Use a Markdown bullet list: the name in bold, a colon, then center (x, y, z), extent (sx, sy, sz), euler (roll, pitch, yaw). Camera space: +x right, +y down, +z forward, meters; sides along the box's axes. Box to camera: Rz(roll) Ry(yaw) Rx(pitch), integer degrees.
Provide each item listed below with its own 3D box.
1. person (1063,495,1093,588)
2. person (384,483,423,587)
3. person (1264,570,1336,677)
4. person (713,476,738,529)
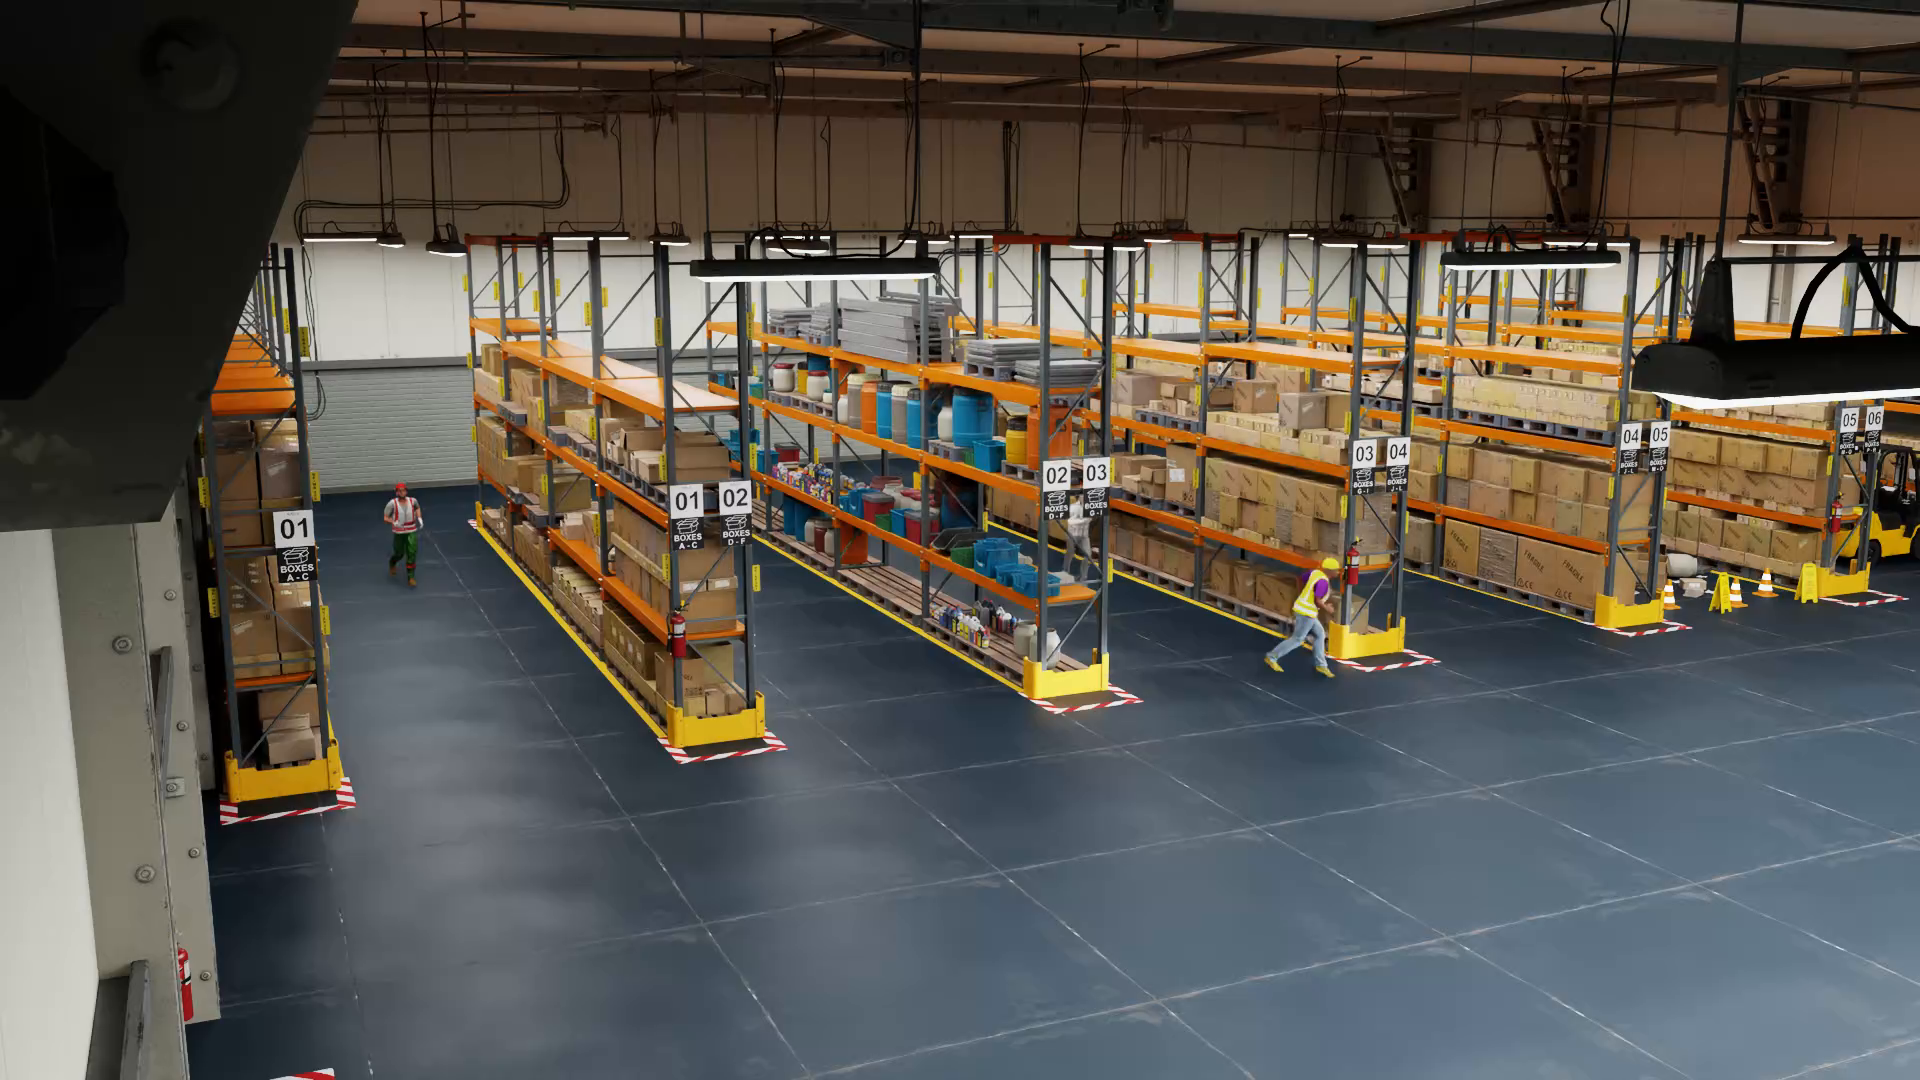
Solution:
- **person**: center (1.966, -0.002, 27.471), extent (0.441, 1.757, 0.766), euler (-7, 13, -33)
- **person**: center (-9.744, -0.129, 29.138), extent (0.667, 1.786, 0.956), euler (-7, 13, -31)
- **person**: center (4.756, 1.192, 23.187), extent (1.024, 1.520, 0.703), euler (-1, 11, -3)
- **person**: center (-4.466, -0.454, 31.435), extent (0.650, 1.641, 1.128), euler (-2, 11, -11)
